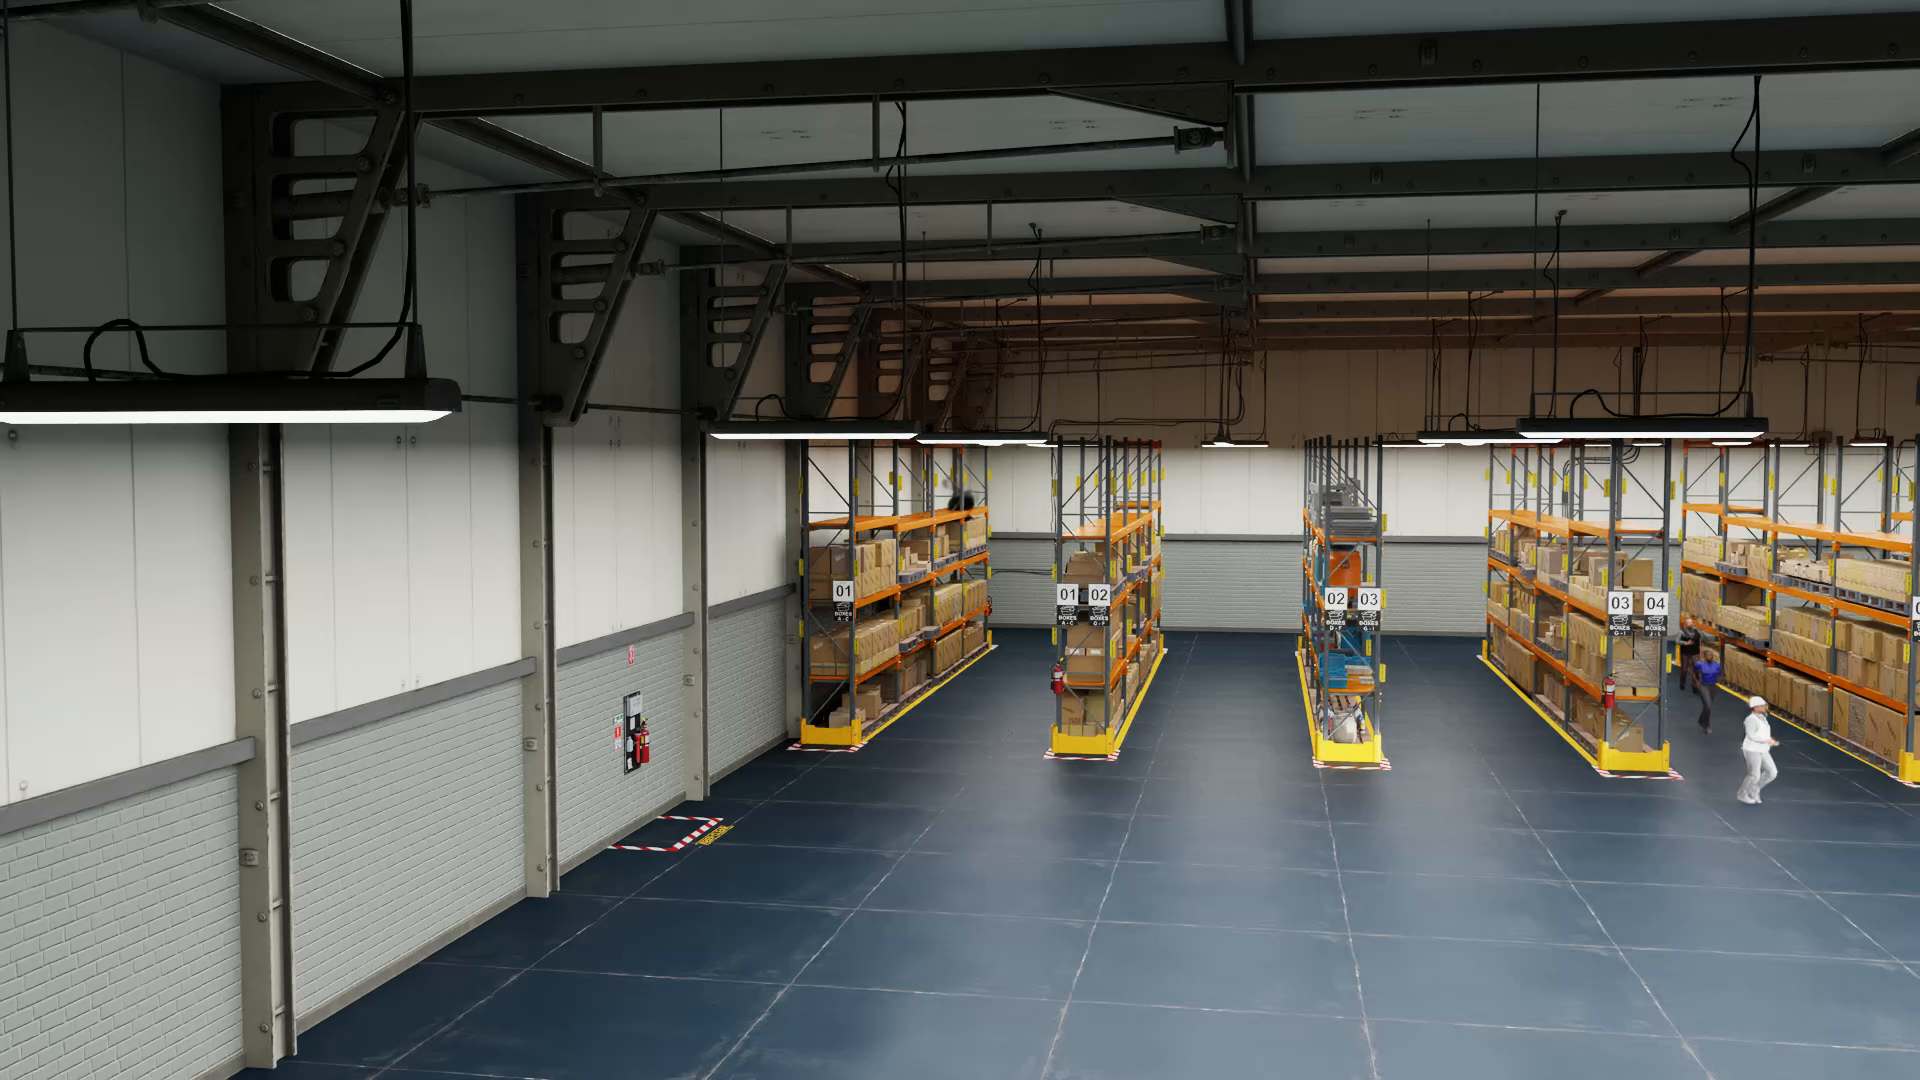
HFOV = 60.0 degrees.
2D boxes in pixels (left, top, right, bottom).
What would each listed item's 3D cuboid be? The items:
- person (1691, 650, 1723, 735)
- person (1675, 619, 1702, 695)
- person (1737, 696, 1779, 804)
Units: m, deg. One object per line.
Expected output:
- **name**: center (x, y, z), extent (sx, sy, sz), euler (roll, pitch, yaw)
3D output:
- **person**: center (15.184, 3.076, 33.764), extent (0.574, 1.686, 0.769), euler (0, 3, 0)
- **person**: center (17.186, 2.747, 39.191), extent (0.676, 1.788, 0.753), euler (0, 3, 7)
- **person**: center (12.890, 3.395, 26.804), extent (0.680, 1.759, 0.654), euler (-3, 4, -41)
